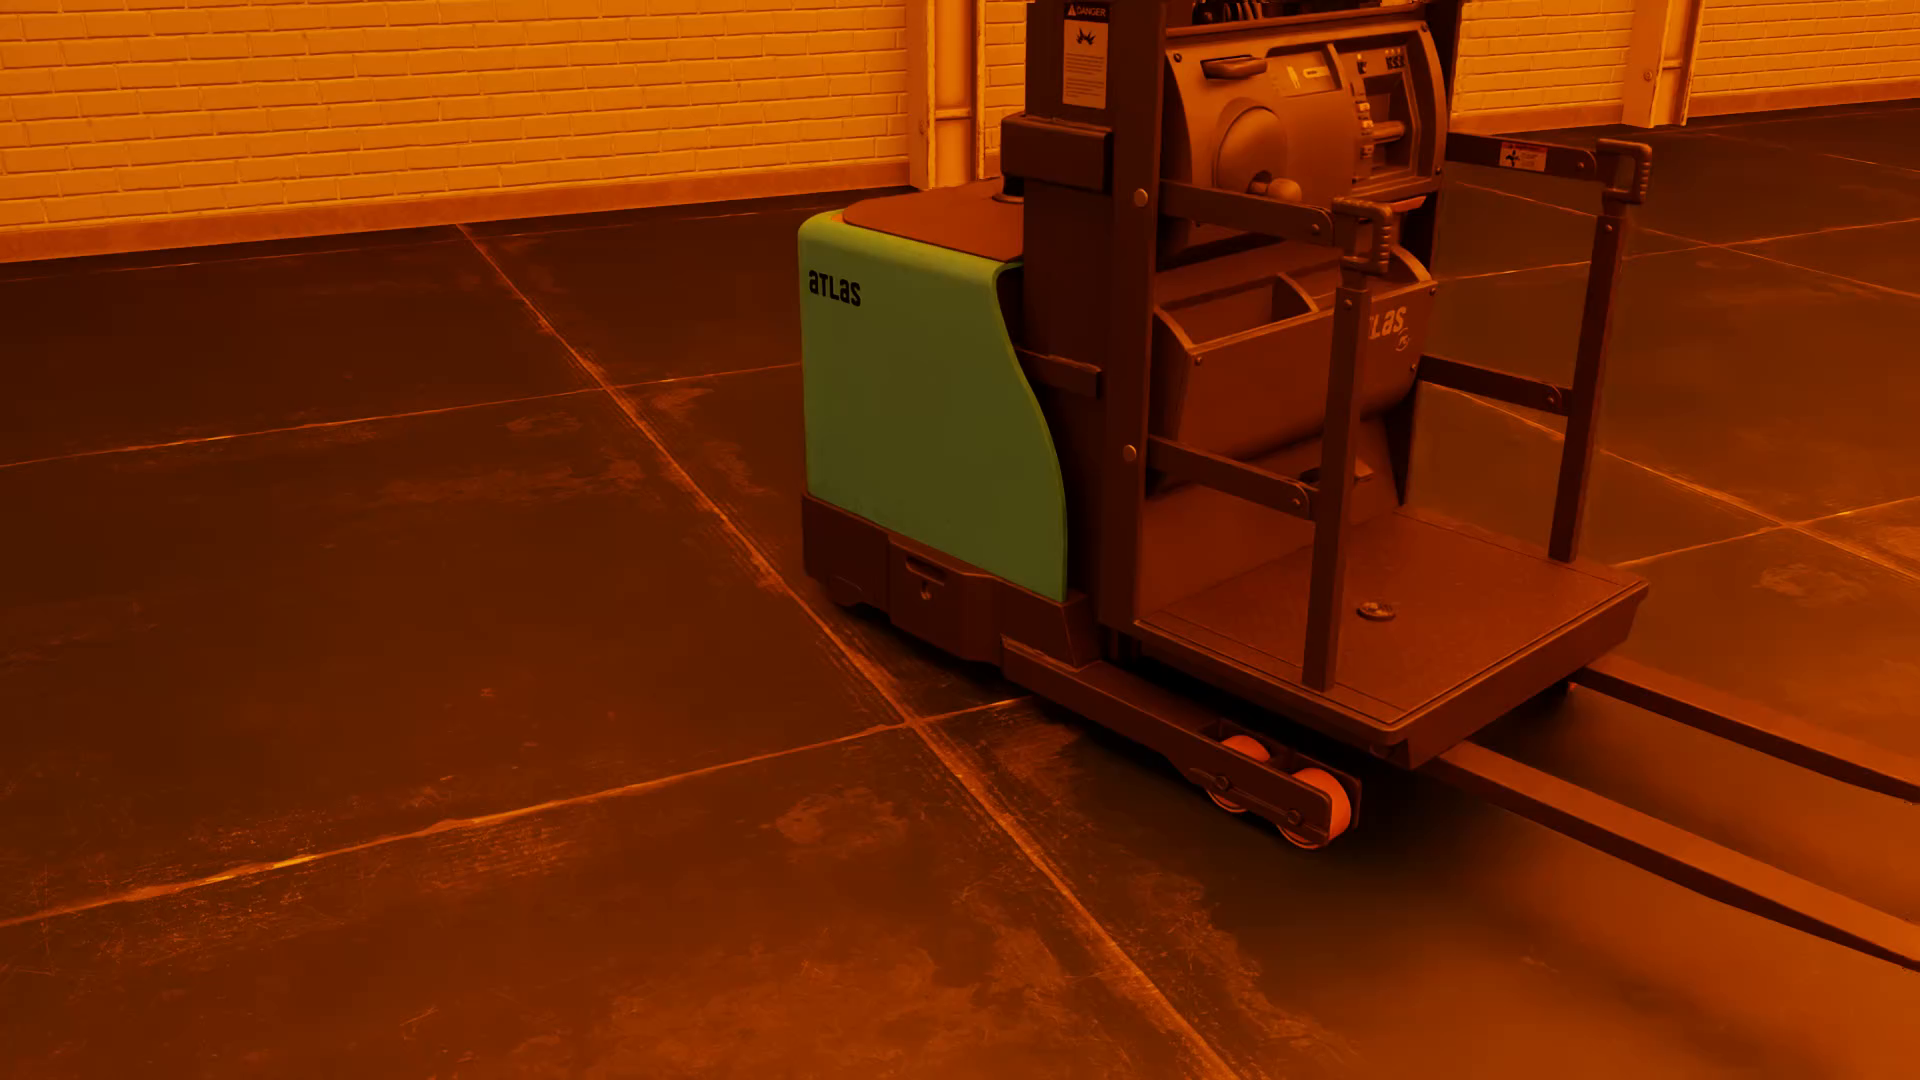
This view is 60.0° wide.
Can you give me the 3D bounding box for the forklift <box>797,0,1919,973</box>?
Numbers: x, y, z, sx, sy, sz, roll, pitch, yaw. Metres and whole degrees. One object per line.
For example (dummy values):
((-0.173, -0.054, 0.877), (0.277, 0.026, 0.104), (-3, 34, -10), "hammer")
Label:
((0.923, -0.921, 3.502), (1.130, 2.935, 3.031), (-19, 29, -39), "forklift")
